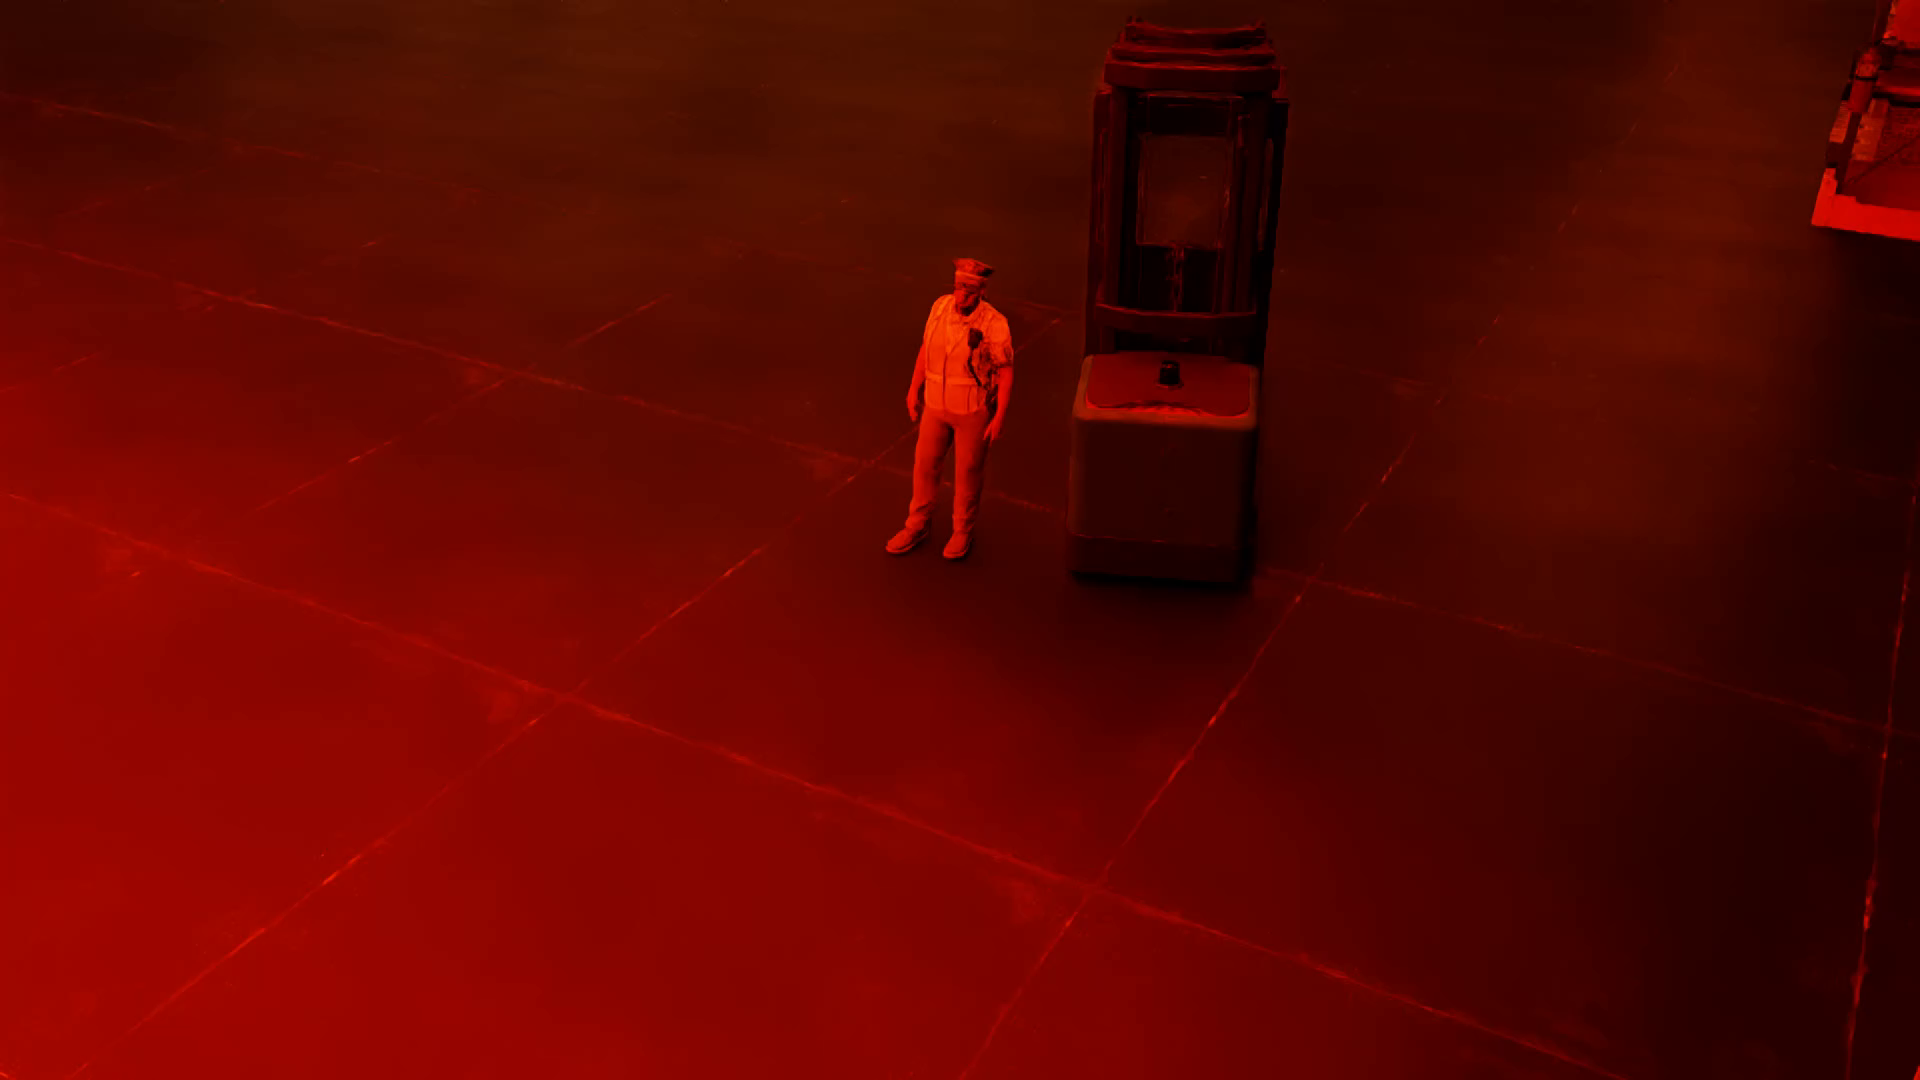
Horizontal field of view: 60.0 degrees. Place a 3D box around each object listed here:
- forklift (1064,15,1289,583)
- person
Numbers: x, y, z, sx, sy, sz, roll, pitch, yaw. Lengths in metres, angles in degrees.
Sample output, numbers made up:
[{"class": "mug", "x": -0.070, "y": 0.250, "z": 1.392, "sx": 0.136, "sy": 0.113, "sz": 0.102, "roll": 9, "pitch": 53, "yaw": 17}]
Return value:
[{"class": "forklift", "x": 1.342, "y": -1.741, "z": 10.087, "sx": 1.130, "sy": 2.935, "sz": 3.031, "roll": 4, "pitch": 30, "yaw": 8}, {"class": "person", "x": -0.048, "y": -0.747, "z": 9.500, "sx": 0.640, "sy": 1.781, "sz": 0.574, "roll": 15, "pitch": 33, "yaw": 25}]
